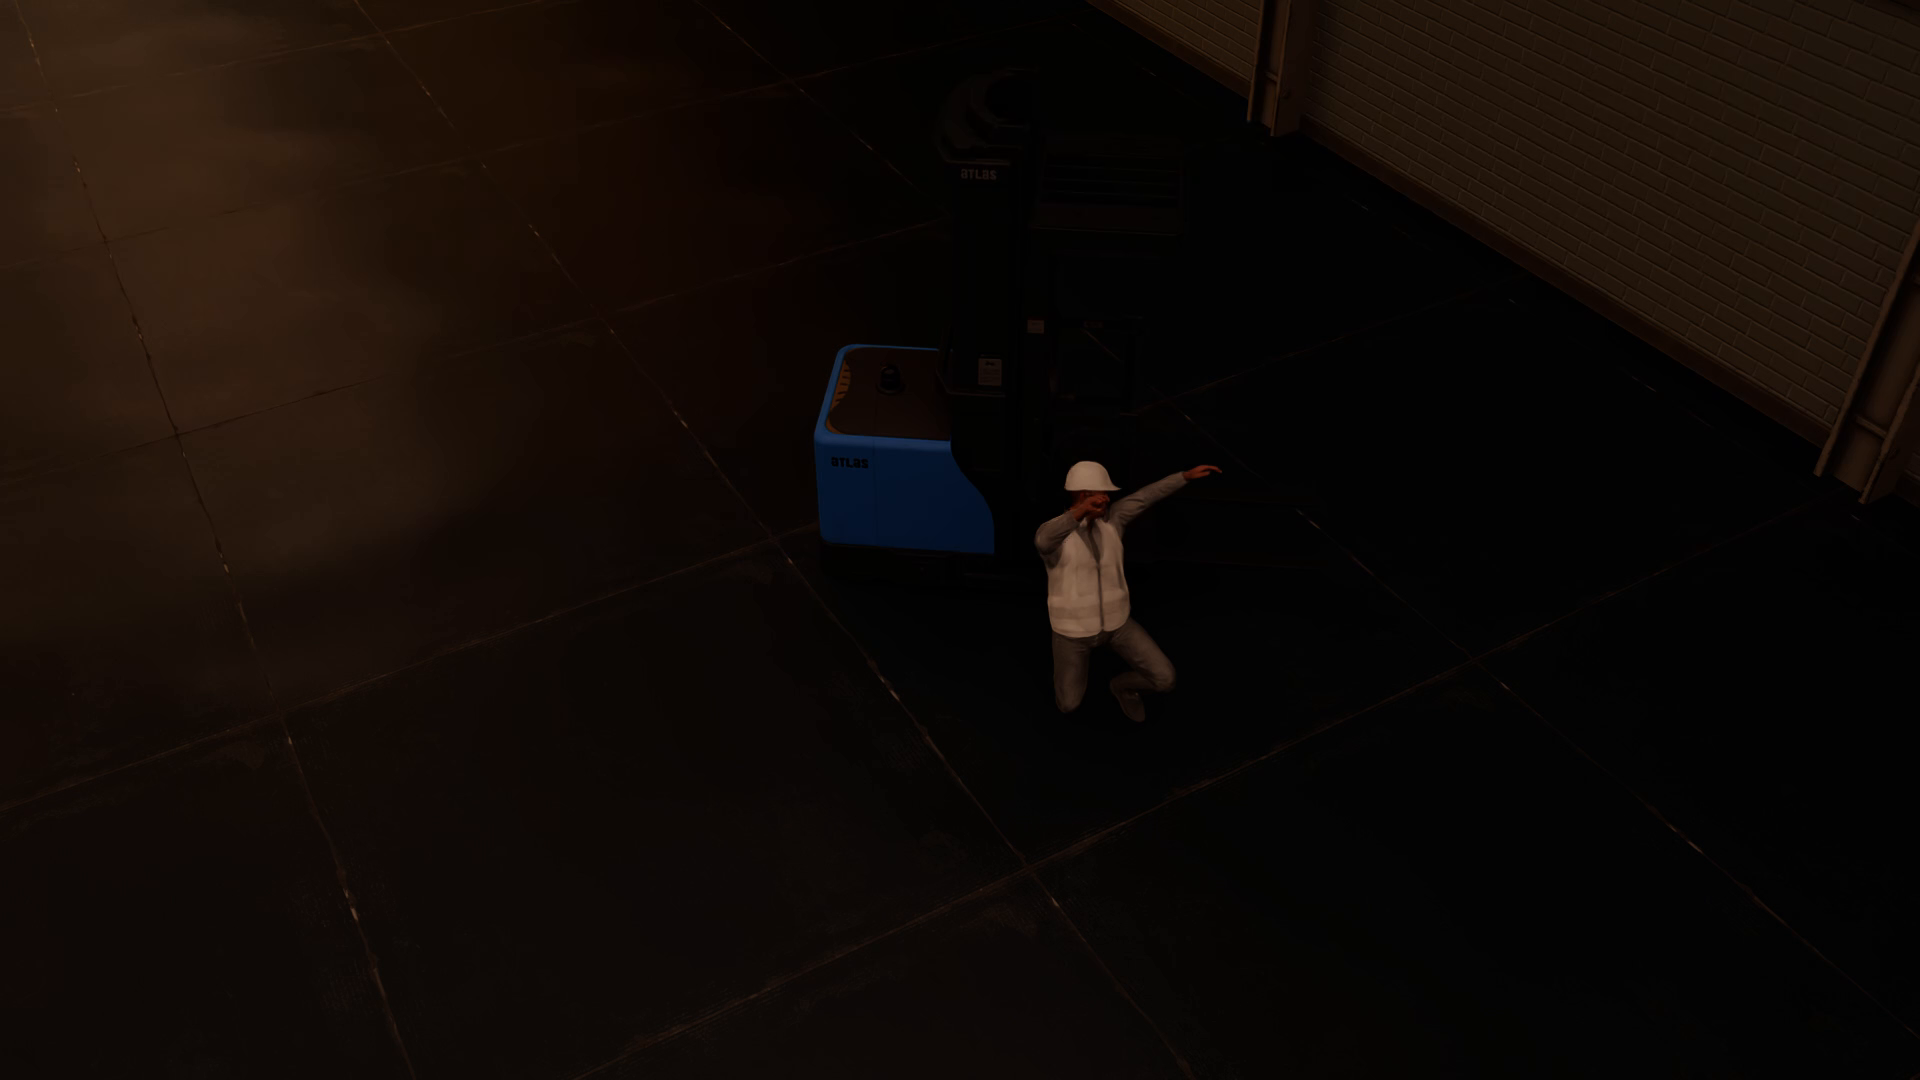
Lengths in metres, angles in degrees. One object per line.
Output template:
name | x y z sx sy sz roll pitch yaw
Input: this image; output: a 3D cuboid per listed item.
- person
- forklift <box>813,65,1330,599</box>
person | 0.893 0.285 8.748 1.058 1.621 0.849 -13 41 -15
forklift | 0.706 -1.100 9.362 3.031 2.935 1.130 4 40 5
